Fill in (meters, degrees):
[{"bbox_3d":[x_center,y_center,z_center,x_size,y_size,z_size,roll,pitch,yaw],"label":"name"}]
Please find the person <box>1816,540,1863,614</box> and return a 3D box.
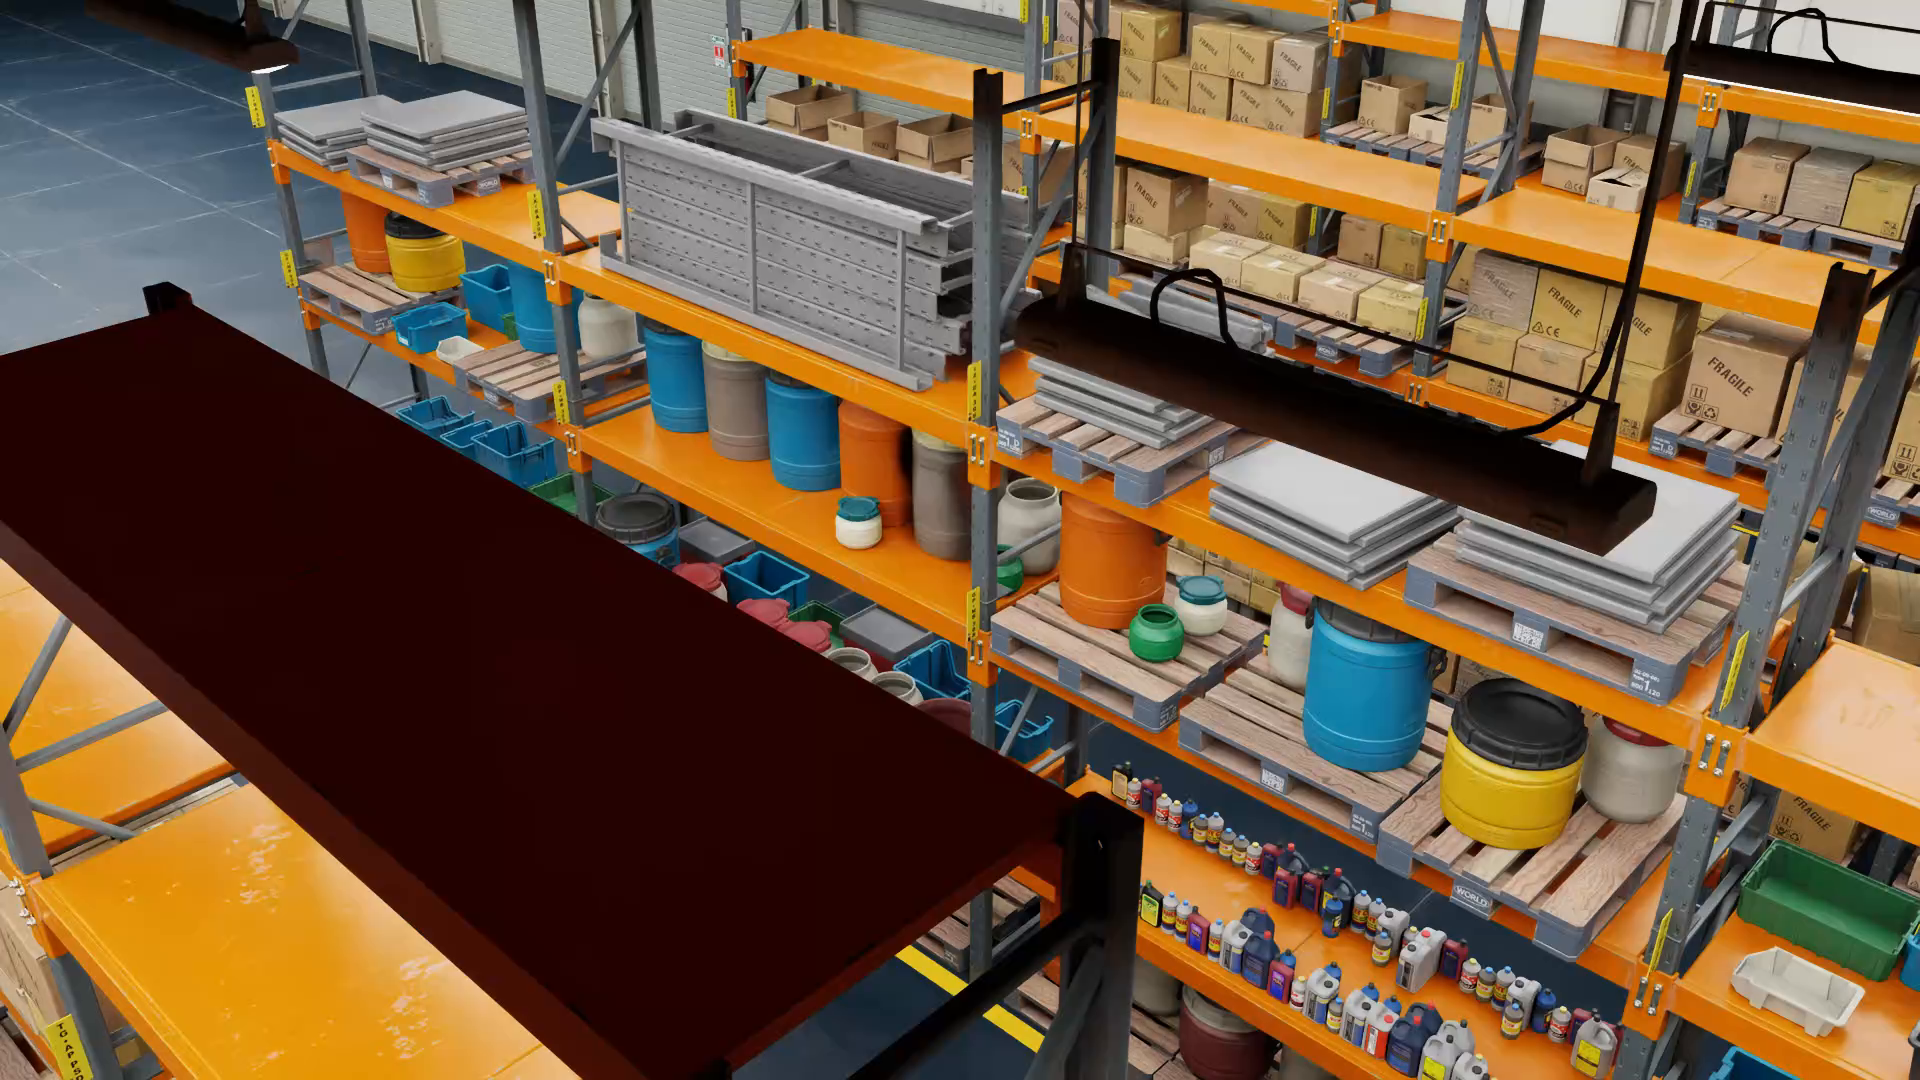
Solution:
[{"bbox_3d":[6.942,0.565,13.518,0.555,1.685,0.505,-23,36,-34],"label":"person"}]
